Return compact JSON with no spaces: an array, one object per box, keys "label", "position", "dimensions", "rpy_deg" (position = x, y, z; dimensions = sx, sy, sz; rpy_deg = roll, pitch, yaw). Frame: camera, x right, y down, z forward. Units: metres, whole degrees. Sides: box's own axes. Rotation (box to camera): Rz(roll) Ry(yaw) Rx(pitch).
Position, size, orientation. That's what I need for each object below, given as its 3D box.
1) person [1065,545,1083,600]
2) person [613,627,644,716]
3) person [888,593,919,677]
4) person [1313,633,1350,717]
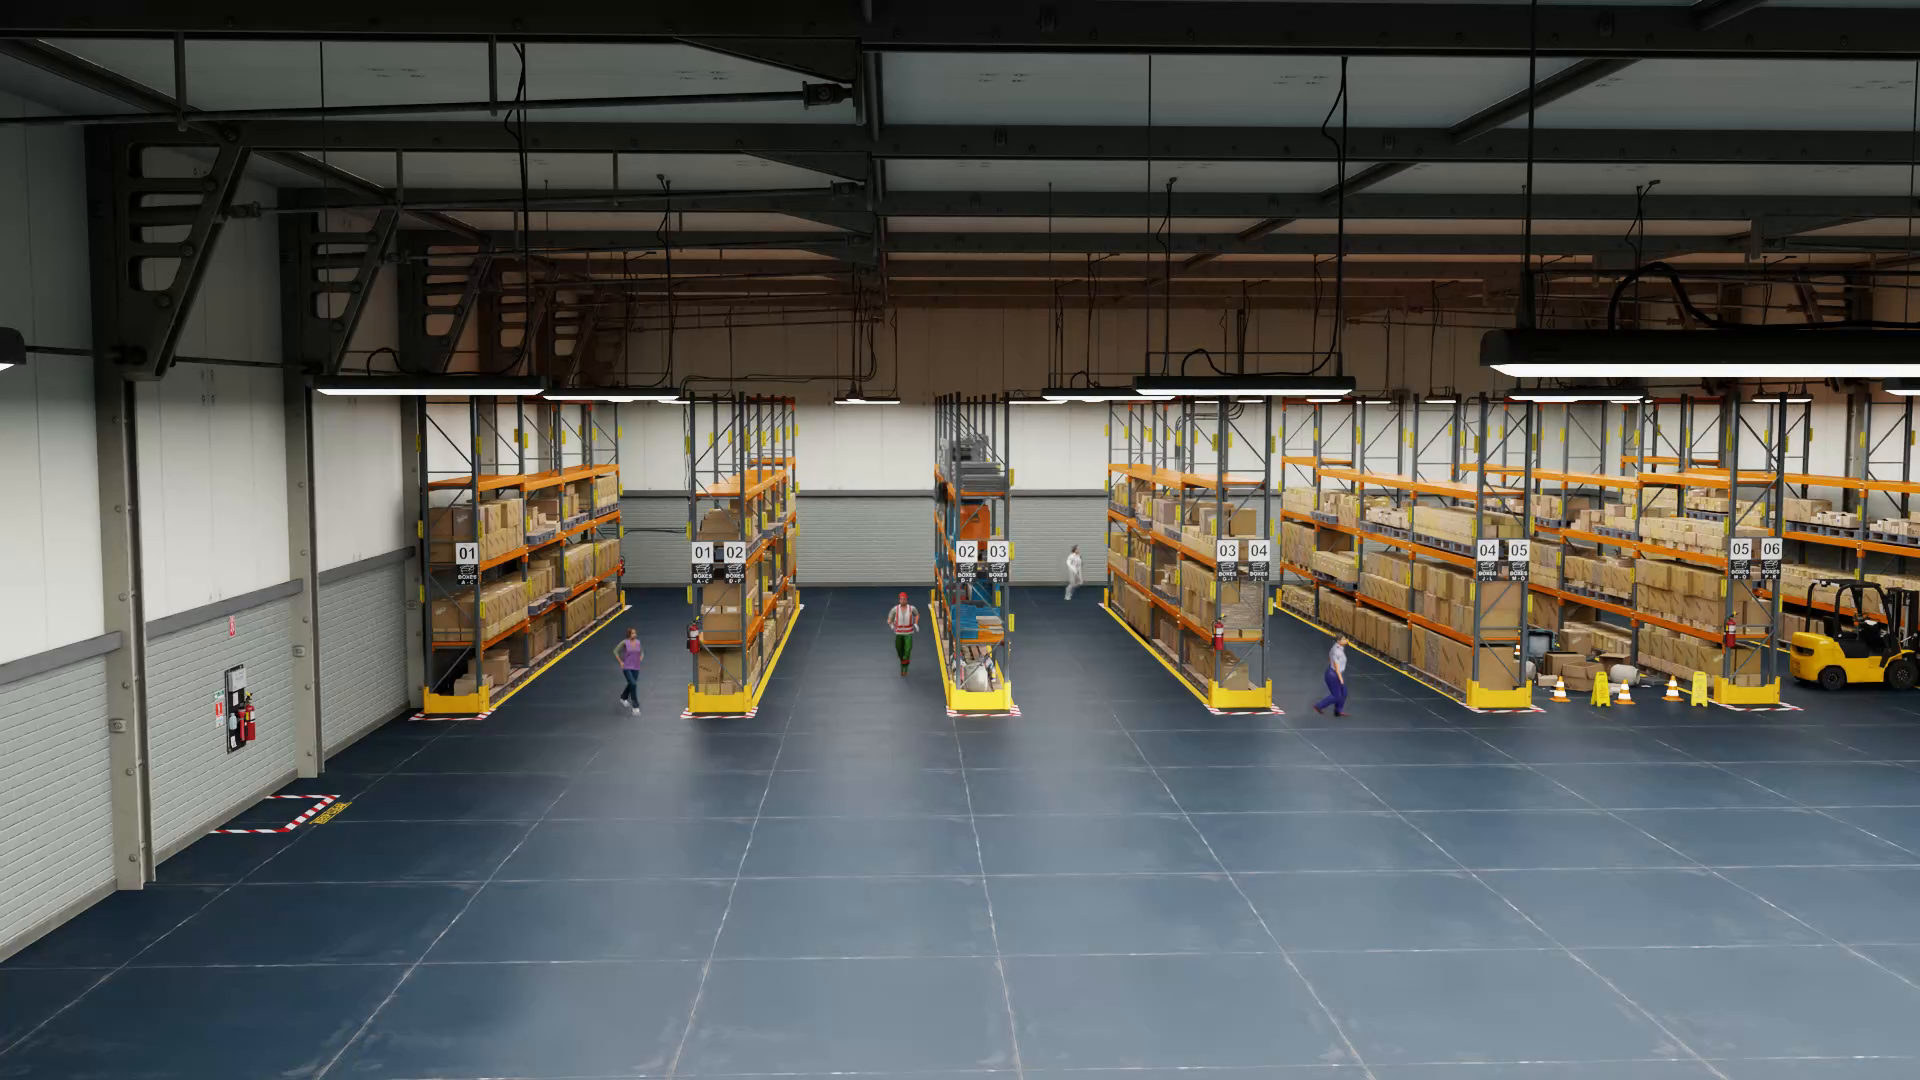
[{"label":"person","position":[3.454,0.948,49.486],"dimensions":[0.486,1.629,0.679],"rpy_deg":[4,6,44]},{"label":"person","position":[-6.182,2.436,31.106],"dimensions":[0.563,1.628,0.774],"rpy_deg":[-4,6,-41]},{"label":"person","position":[-1.205,1.998,35.468],"dimensions":[0.664,1.766,0.975],"rpy_deg":[0,5,2]},{"label":"person","position":[6.838,2.485,30.550],"dimensions":[0.677,1.580,0.586],"rpy_deg":[1,5,12]}]
